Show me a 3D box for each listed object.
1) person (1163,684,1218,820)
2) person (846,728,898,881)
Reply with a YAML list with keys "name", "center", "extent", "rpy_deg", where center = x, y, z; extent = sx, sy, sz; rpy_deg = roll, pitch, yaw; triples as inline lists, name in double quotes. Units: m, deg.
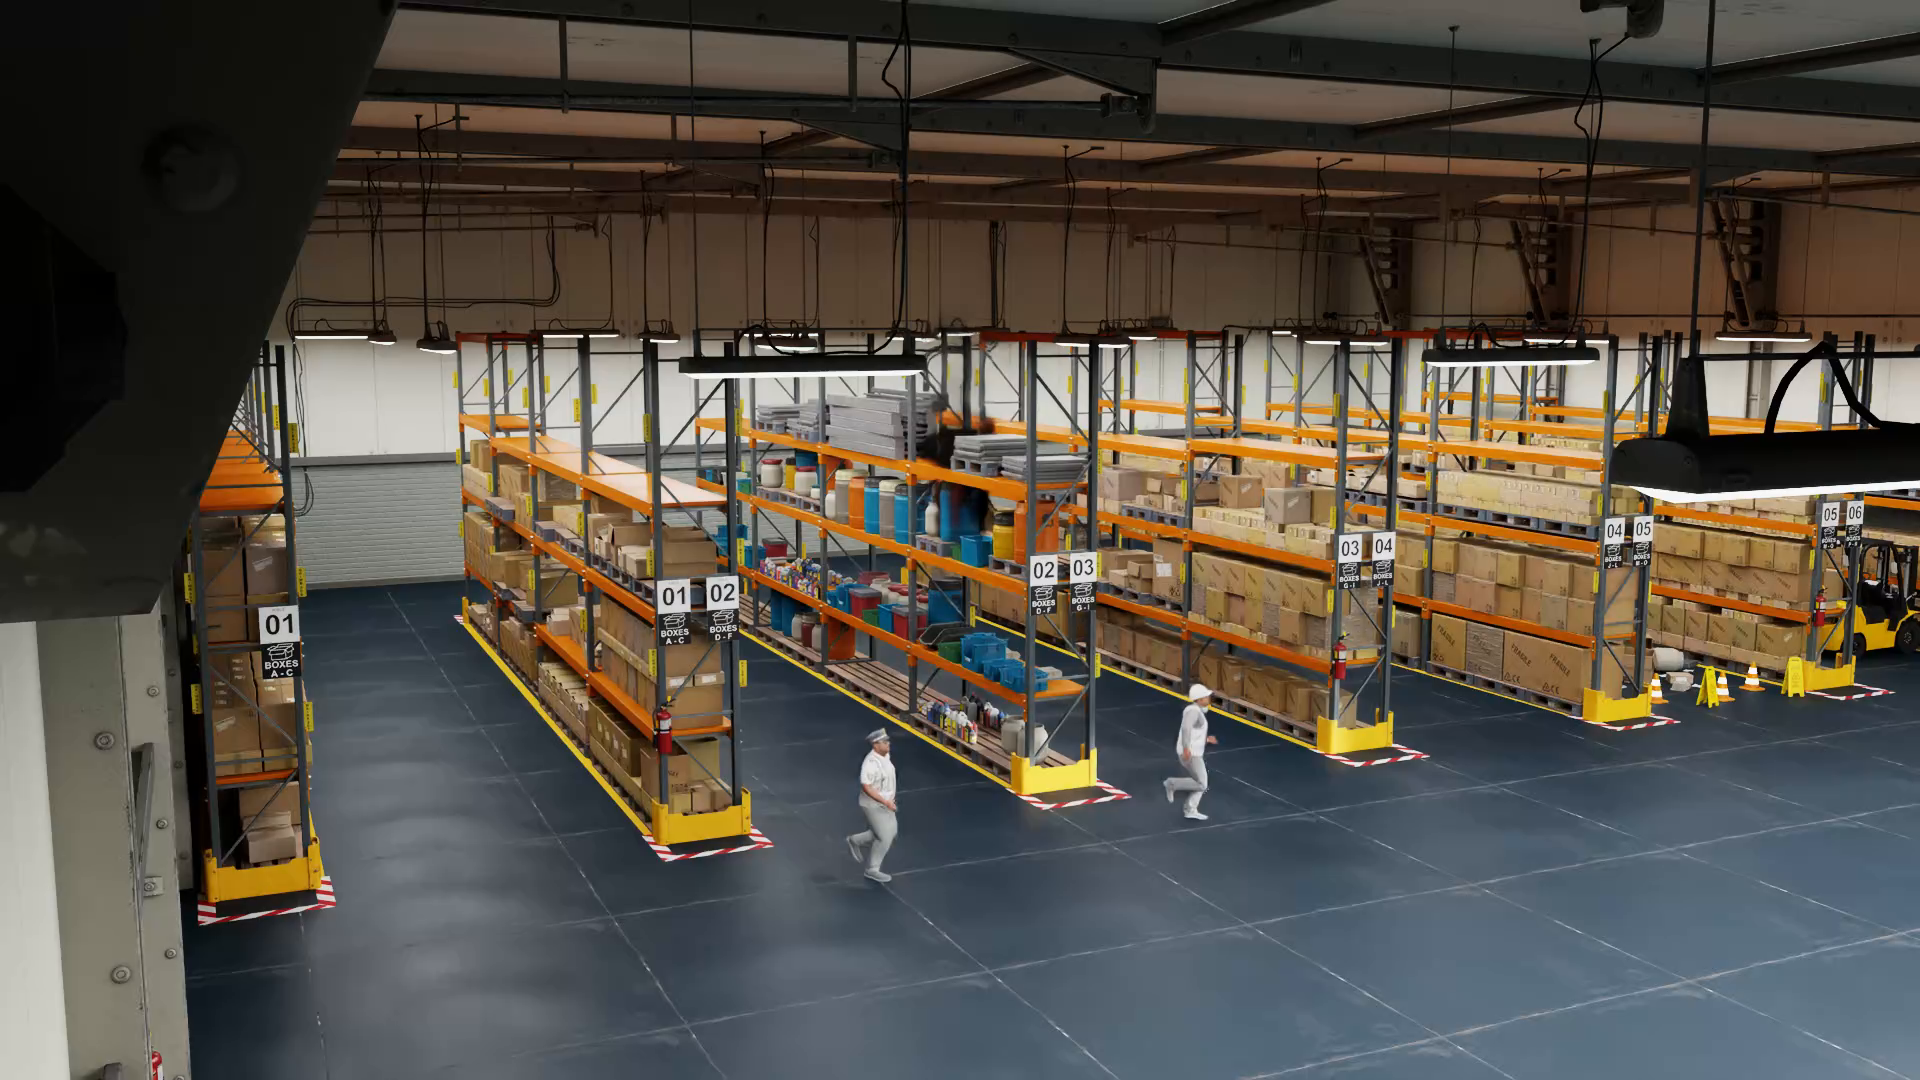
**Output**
- name: "person"
  center: [2.917, 2.679, 20.986]
  extent: [0.688, 1.731, 0.692]
  rpy_deg: [1, 8, 6]
- name: "person"
  center: [-0.967, 2.962, 18.761]
  extent: [0.647, 1.754, 0.677]
  rpy_deg: [2, 8, 13]
